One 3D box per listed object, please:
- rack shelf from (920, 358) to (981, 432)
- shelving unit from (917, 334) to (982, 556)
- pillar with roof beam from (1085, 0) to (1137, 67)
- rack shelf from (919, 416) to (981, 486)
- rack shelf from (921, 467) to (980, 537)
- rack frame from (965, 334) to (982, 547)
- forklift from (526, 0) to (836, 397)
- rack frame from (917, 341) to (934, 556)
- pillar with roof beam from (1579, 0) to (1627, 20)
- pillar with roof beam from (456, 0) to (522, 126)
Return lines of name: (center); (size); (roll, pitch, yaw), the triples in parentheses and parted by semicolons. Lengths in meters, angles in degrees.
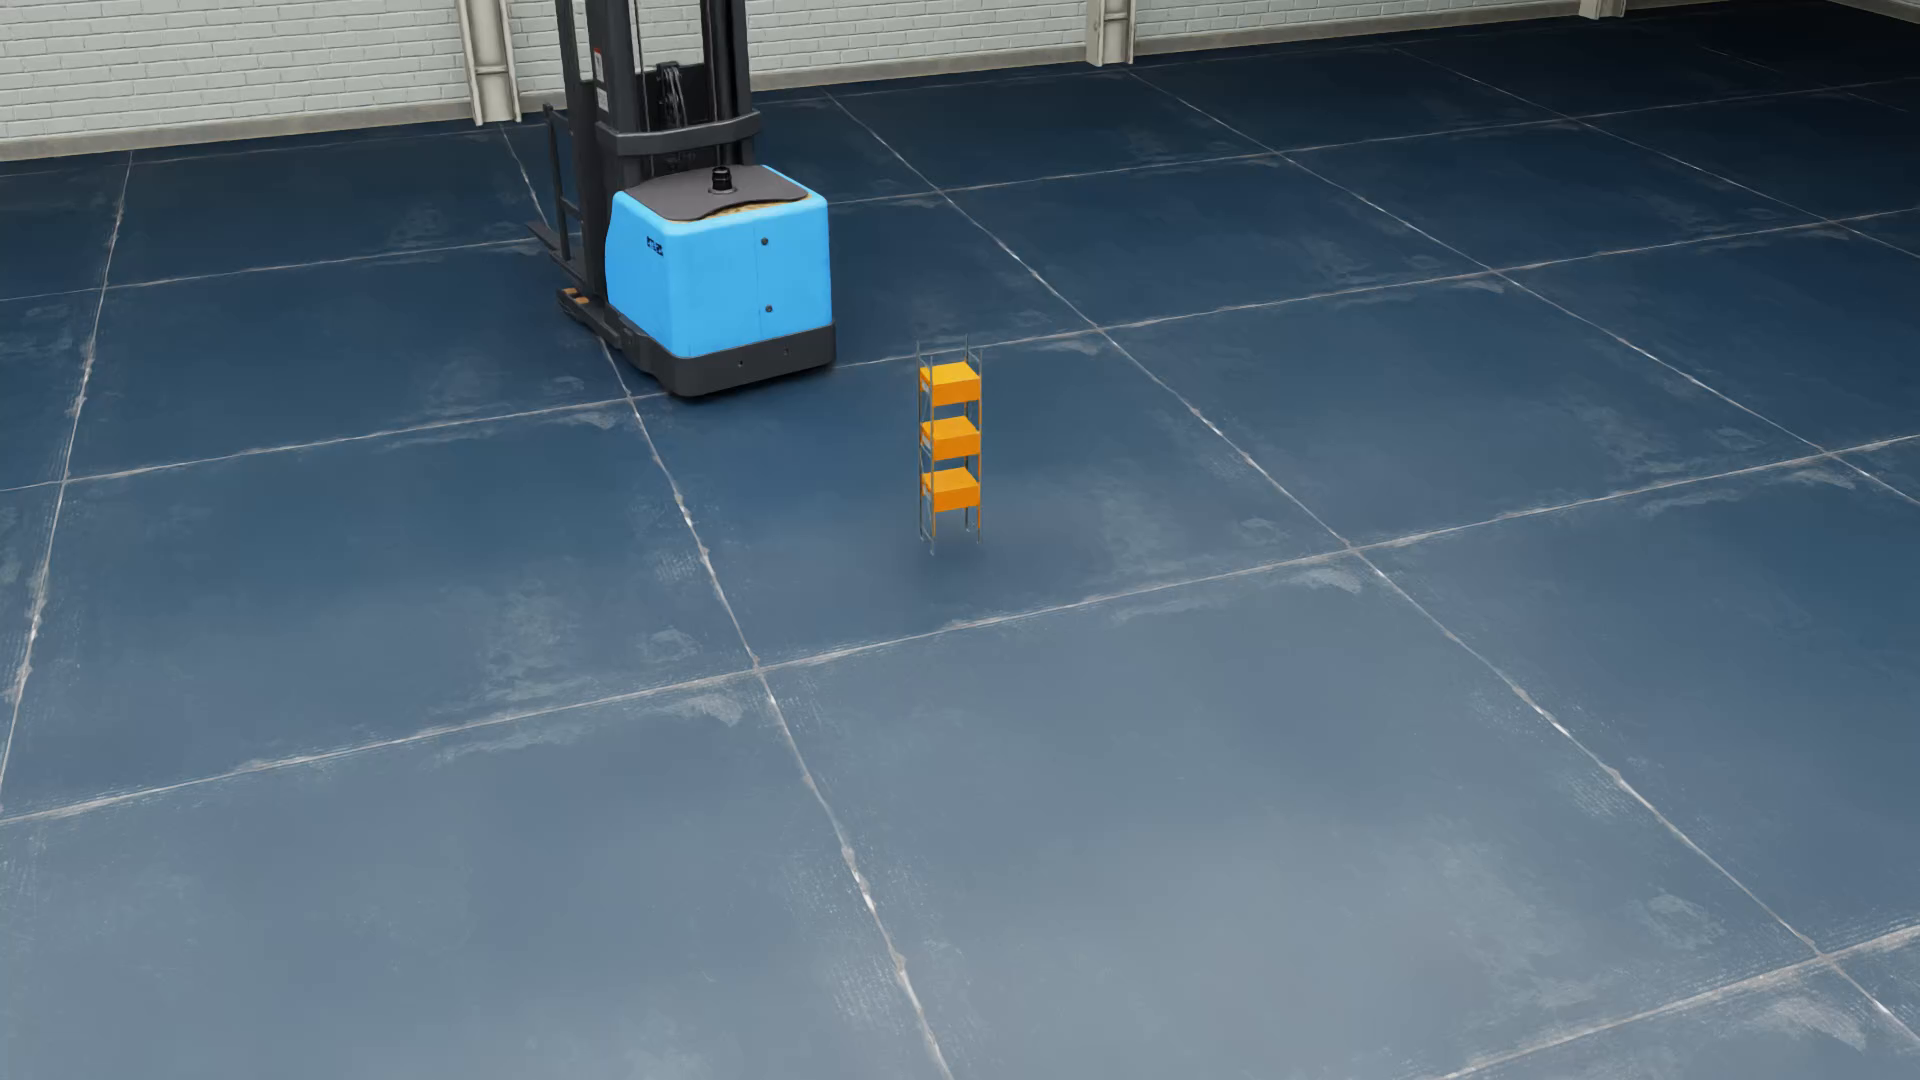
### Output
rack shelf: (-0.050, -0.684, 7.839); (0.240, 0.259, 0.215); (-10, 31, -18)
shelving unit: (-0.050, -0.447, 7.974); (0.252, 1.050, 0.215); (-10, 31, -18)
pillar with roof beam: (2.994, -6.707, 10.933); (0.400, 9.000, 9.100); (-10, 31, -18)
rack shelf: (-0.050, -0.438, 7.979); (0.240, 0.259, 0.215); (-10, 31, -18)
rack shelf: (-0.050, -0.196, 8.117); (0.240, 0.259, 0.215); (-10, 31, -18)
rack frame: (0.064, -0.468, 8.011); (0.008, 1.050, 0.200); (-10, 31, -18)
forklift: (-1.966, -2.784, 10.176); (1.130, 2.935, 3.031); (-18, 34, -28)
rack frame: (-0.164, -0.426, 7.937); (0.008, 1.050, 0.200); (-10, 31, -18)
pillar with roof beam: (8.618, -7.743, 12.750); (0.400, 9.000, 9.100); (-10, 31, -18)
pillar with roof beam: (-2.629, -5.672, 9.115); (0.400, 9.000, 9.100); (-10, 31, -18)
